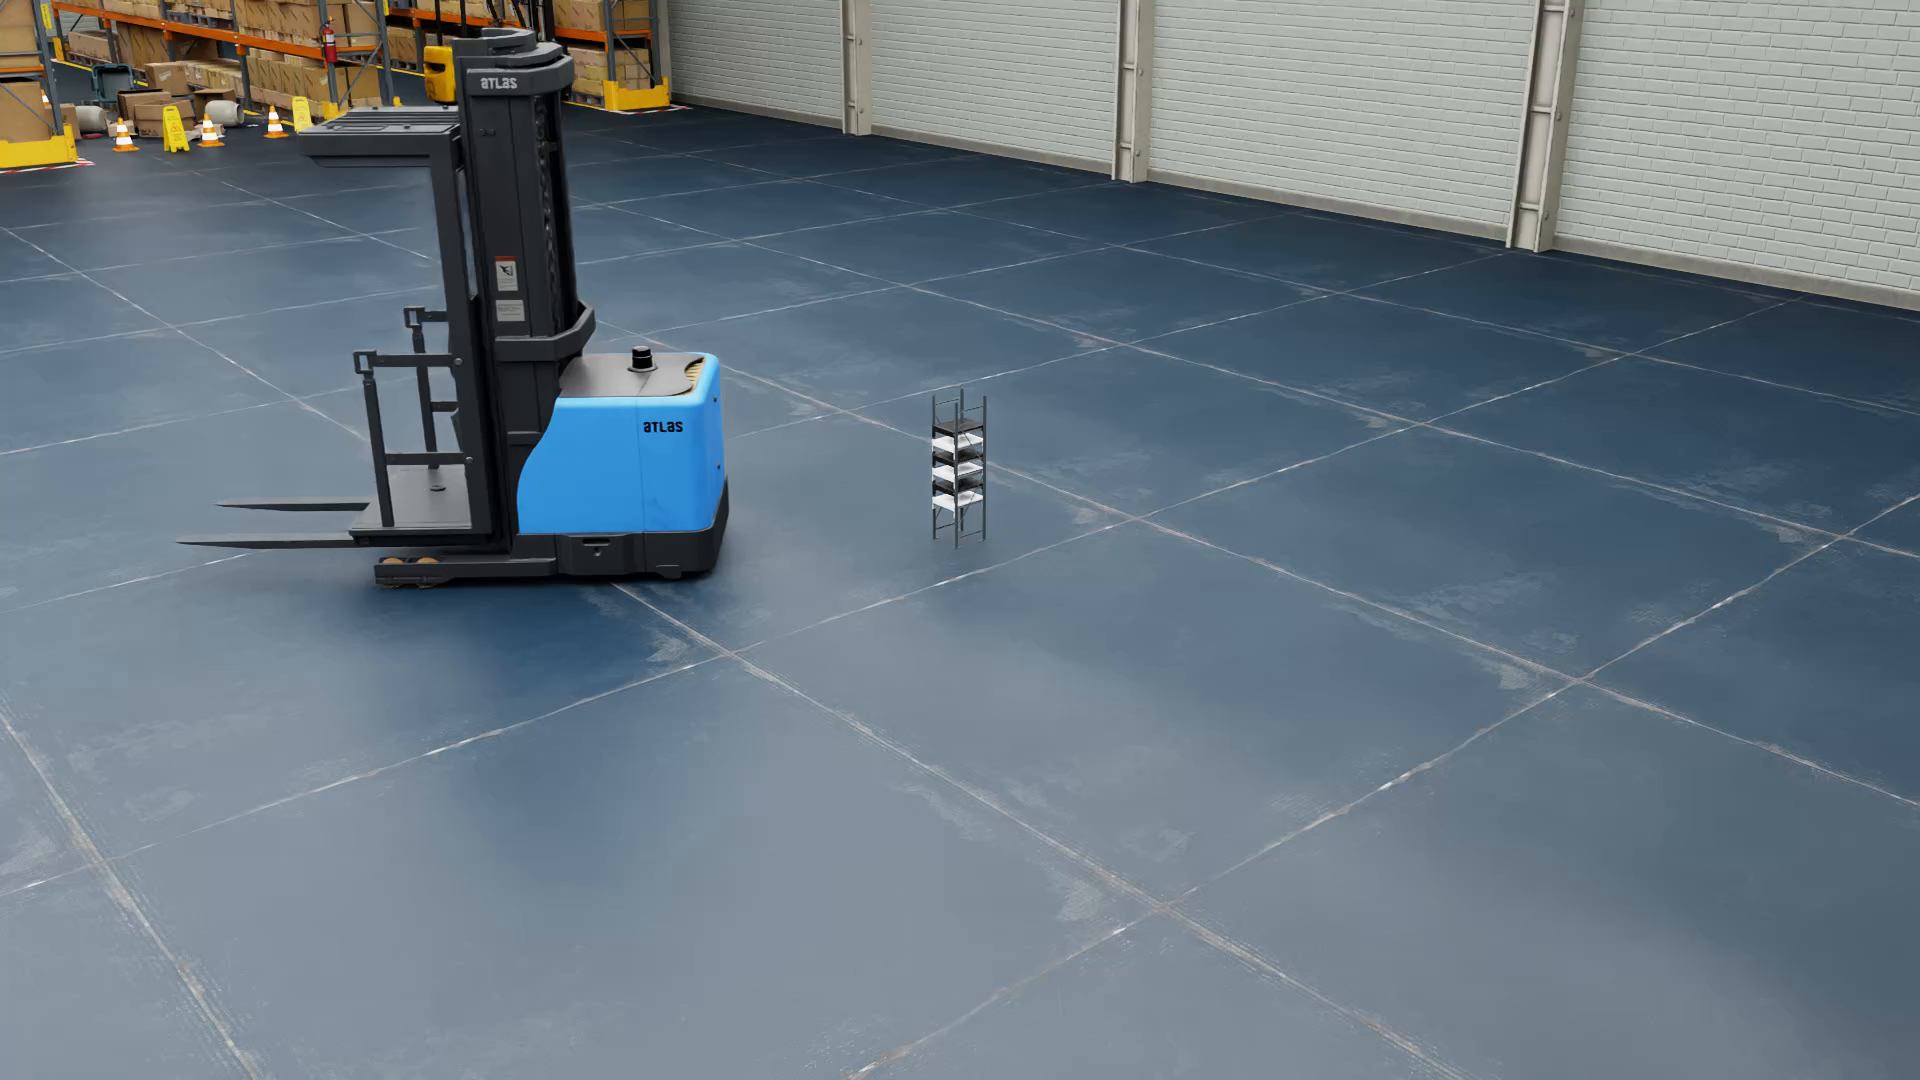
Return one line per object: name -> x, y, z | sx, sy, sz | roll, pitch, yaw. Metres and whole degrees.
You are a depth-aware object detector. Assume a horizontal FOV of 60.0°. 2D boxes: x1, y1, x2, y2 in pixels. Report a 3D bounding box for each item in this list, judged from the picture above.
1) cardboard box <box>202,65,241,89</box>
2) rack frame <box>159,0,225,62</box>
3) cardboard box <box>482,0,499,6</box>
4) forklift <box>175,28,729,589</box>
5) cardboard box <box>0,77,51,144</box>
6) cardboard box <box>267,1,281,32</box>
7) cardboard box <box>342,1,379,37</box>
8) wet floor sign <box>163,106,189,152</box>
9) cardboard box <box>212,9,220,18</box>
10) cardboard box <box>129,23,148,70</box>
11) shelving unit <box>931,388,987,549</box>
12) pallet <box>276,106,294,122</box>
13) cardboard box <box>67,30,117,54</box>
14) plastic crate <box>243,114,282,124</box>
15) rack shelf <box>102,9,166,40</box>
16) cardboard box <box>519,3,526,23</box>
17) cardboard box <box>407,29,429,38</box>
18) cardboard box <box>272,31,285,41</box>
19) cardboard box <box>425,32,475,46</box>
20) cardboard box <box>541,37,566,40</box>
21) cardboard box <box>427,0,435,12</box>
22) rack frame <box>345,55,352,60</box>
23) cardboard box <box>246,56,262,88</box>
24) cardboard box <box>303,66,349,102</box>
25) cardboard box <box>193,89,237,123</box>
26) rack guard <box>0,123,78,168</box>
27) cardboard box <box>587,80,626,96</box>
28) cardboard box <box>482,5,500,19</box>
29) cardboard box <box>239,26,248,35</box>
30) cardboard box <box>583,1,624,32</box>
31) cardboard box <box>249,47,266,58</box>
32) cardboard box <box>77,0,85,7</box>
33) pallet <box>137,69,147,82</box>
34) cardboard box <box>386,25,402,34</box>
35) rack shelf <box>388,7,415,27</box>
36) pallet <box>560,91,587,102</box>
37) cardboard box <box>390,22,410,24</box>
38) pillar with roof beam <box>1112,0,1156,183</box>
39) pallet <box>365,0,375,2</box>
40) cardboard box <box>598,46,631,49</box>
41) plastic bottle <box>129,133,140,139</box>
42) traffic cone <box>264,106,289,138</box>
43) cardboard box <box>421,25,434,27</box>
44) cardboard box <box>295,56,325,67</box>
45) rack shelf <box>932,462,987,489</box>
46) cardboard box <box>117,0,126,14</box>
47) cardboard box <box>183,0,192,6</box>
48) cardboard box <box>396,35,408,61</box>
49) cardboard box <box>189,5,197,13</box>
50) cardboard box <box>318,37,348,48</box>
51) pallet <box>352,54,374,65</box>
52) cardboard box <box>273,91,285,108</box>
cardboard box -> -13.419, -8.573, 30.788 | 0.950, 0.372, 0.625 | -16, 27, -36
rack frame -> -14.759, -10.173, 31.844 | 1.000, 3.000, 0.127 | -17, 27, -37
cardboard box -> -8.904, -10.488, 32.169 | 0.500, 0.250, 0.500 | -18, 28, -39
forklift -> -2.915, -1.291, 9.261 | 3.031, 2.935, 1.130 | -1, 21, -2
cardboard box -> -13.714, -6.134, 23.870 | 0.875, 0.875, 0.875 | -17, 27, -37
cardboard box -> -11.064, -8.655, 27.424 | 0.500, 0.500, 0.500 | -17, 27, -37
cardboard box -> -9.636, -8.344, 26.631 | 0.500, 0.500, 0.500 | -18, 28, -38
wet floor sign -> -11.702, -6.123, 24.733 | 0.232, 0.644, 0.267 | 17, 27, 36
cardboard box -> -13.047, -9.362, 29.543 | 0.380, 0.149, 0.250 | -18, 28, -38
cardboard box -> -16.309, -10.084, 33.955 | 0.875, 0.875, 0.875 | -16, 27, -36
shelving unit -> -0.005, -0.421, 9.826 | 0.258, 0.900, 0.210 | -17, 27, -37
pallet -> -10.882, -7.255, 28.218 | 1.003, 0.211, 1.213 | -17, 27, -37
cardboard box -> -19.475, -11.227, 37.473 | 0.875, 0.438, 0.875 | -19, 28, -39
plastic crate -> -11.745, -7.079, 27.949 | 0.583, 0.080, 0.402 | 12, 24, 27
rack shelf -> -16.065, -10.390, 33.386 | 1.077, 0.370, 4.000 | -17, 27, -37
cardboard box -> -7.946, -9.972, 31.194 | 0.500, 0.500, 0.500 | -17, 27, -37
cardboard box -> -11.515, -10.765, 35.319 | 0.380, 0.149, 0.250 | -19, 28, -40
cardboard box -> -11.172, -8.369, 27.582 | 0.380, 0.149, 0.250 | -18, 27, -38
cardboard box -> -10.604, -10.270, 34.772 | 0.875, 0.625, 0.625 | -16, 27, -36
cardboard box -> -7.922, -9.541, 32.055 | 0.500, 0.250, 0.500 | -17, 27, -36
cardboard box -> -10.572, -10.965, 34.071 | 0.500, 0.250, 0.500 | -18, 28, -39
rack frame -> -13.612, -12.461, 37.685 | 1.000, 3.000, 0.127 | -17, 27, -37
cardboard box -> -11.968, -8.105, 28.730 | 0.500, 0.500, 0.500 | -16, 26, -35
cardboard box -> -10.258, -7.386, 26.895 | 0.500, 0.500, 0.500 | -17, 27, -37
cardboard box -> -12.480, -7.285, 27.895 | 0.500, 0.500, 0.500 | 0, 21, -1
rack guard -> -13.205, -5.586, 23.560 | 1.175, 0.500, 0.348 | -17, 27, -37
cardboard box -> -6.325, -8.115, 29.784 | 0.500, 0.250, 0.500 | -17, 27, -37
cardboard box -> -8.917, -10.257, 32.266 | 0.500, 0.250, 0.500 | -17, 27, -36
cardboard box -> -12.186, -8.787, 28.651 | 0.380, 0.149, 0.250 | -18, 27, -38
cardboard box -> -6.299, -9.265, 29.389 | 0.500, 0.500, 0.500 | -18, 28, -39
cardboard box -> -11.931, -8.358, 28.487 | 0.380, 0.149, 0.250 | -17, 27, -37
cardboard box -> -18.546, -11.668, 35.524 | 0.500, 0.500, 0.500 | -18, 28, -38
pallet -> -16.009, -9.447, 33.814 | 1.003, 0.211, 1.213 | -17, 27, -37
cardboard box -> -12.360, -11.138, 36.271 | 0.380, 0.149, 0.250 | -19, 28, -40
rack shelf -> -12.307, -11.573, 36.405 | 1.077, 0.370, 4.000 | -17, 27, -37
pallet -> -7.102, -8.385, 31.103 | 1.003, 0.211, 1.213 | -17, 27, -37
cardboard box -> -12.486, -11.471, 37.121 | 0.380, 0.149, 0.250 | -17, 27, -36
pillar with roof beam -> -0.979, -8.005, 18.084 | 9.100, 9.000, 0.400 | -17, 27, -37
pallet -> -12.274, -11.802, 36.267 | 1.003, 0.211, 1.213 | -17, 27, -37
cardboard box -> -6.278, -8.841, 30.267 | 0.500, 0.250, 0.500 | -17, 27, -37
plastic bottle -> -13.008, -6.338, 26.082 | 0.283, 0.061, 0.133 | 12, 24, 27
traffic cone -> -10.795, -6.593, 26.183 | 0.336, 0.463, 0.334 | -17, 27, -37
cardboard box -> -11.589, -11.134, 36.260 | 0.380, 0.149, 0.250 | -19, 28, -40
cardboard box -> -10.548, -7.774, 26.995 | 0.380, 0.149, 0.250 | -16, 27, -36
rack shelf -> -0.005, -0.390, 9.838 | 0.258, 0.077, 0.200 | -17, 27, -37
cardboard box -> -16.622, -10.736, 33.487 | 0.500, 0.250, 0.500 | -18, 28, -38
cardboard box -> -13.944, -10.087, 30.503 | 0.500, 0.500, 0.500 | -17, 27, -37
cardboard box -> -11.759, -10.594, 35.770 | 0.500, 0.500, 0.500 | -18, 28, -38
cardboard box -> -14.005, -9.816, 30.701 | 0.380, 0.149, 0.250 | -16, 26, -34
cardboard box -> -9.943, -7.898, 26.380 | 0.380, 0.149, 0.250 | -16, 27, -36
pallet -> -13.053, -10.946, 37.643 | 1.003, 0.211, 1.213 | -17, 27, -37
cardboard box -> -11.262, -7.465, 28.124 | 0.500, 0.250, 0.500 | -18, 28, -38
